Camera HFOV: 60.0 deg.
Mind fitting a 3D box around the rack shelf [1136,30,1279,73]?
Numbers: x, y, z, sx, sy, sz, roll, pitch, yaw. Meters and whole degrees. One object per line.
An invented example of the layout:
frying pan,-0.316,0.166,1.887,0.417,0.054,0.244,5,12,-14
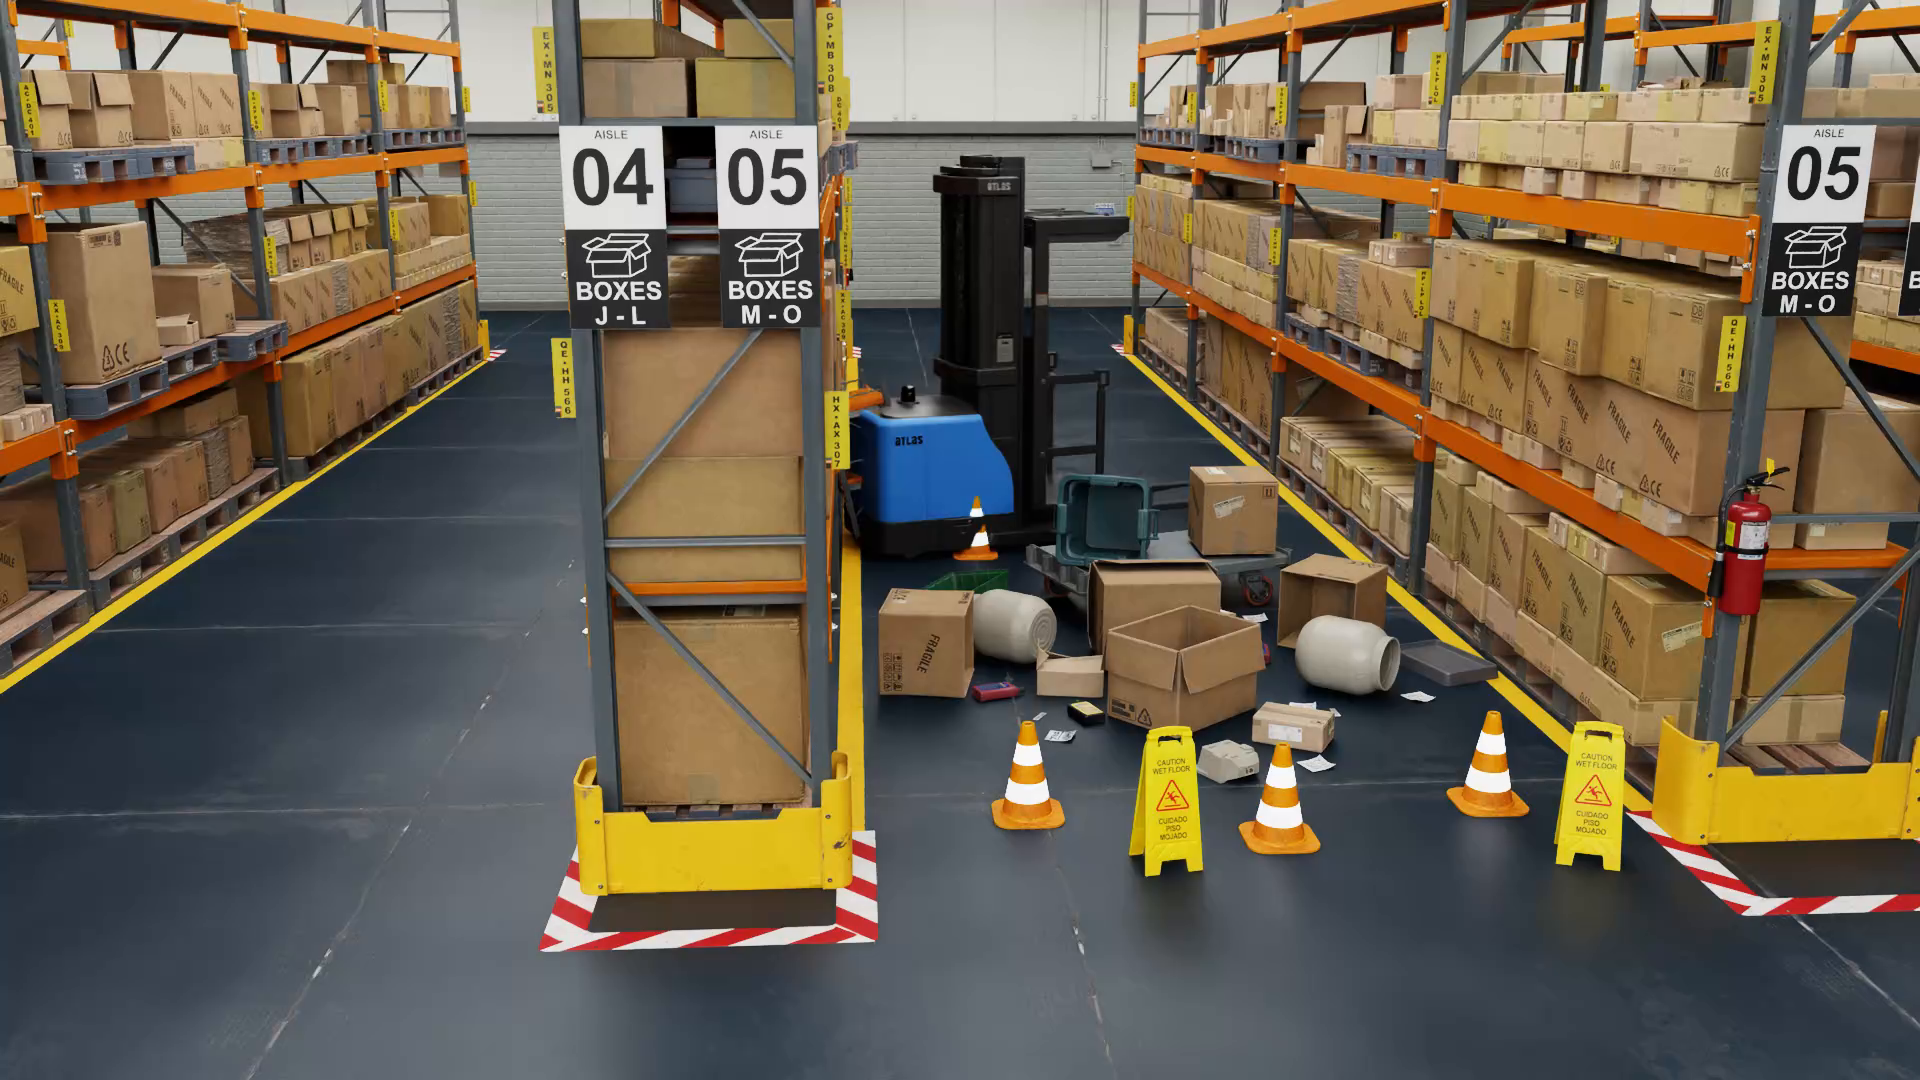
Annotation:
rack shelf,3.006,-5.935,20.281,1.077,0.370,4.000,-1,14,-3

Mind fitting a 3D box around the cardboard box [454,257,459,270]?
cardboard box,-6.612,-3.522,21.198,0.380,0.149,0.250,-1,14,-2

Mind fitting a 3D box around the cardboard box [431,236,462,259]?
cardboard box,-6.684,-3.745,21.267,0.500,0.250,0.500,-1,14,-4

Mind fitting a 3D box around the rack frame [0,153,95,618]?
rack frame,-6.266,-0.932,10.629,1.000,3.000,0.127,-1,14,-3

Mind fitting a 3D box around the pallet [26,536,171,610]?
pallet,-6.315,0.225,11.729,1.003,0.211,1.213,-1,14,-3

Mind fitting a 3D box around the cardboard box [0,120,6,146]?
cardboard box,-5.957,-2.429,9.927,0.380,0.149,0.250,0,14,-2

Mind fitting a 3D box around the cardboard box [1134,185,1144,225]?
cardboard box,2.627,-4.478,22.204,0.500,0.500,0.500,-1,14,-5

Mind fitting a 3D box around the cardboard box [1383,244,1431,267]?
cardboard box,3.316,-2.077,12.139,0.380,0.149,0.250,-1,14,-5

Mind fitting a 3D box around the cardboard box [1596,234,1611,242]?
cardboard box,8.257,-3.961,20.601,0.500,0.500,0.500,-1,14,-5

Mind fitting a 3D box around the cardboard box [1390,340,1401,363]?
cardboard box,3.319,-1.356,11.939,0.380,0.149,0.250,-1,14,-5

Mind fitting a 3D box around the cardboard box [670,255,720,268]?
cardboard box,-1.320,-1.487,10.317,0.875,0.550,0.550,-1,14,-3

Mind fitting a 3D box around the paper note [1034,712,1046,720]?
paper note,0.442,0.976,9.211,0.032,0.001,0.123,7,16,26

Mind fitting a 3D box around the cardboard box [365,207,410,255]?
cardboard box,-6.536,-3.479,18.728,0.500,0.500,0.500,-1,14,-3

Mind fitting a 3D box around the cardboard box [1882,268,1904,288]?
cardboard box,8.145,-2.241,14.215,0.380,0.149,0.250,-1,14,-3

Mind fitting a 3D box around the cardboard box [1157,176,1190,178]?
cardboard box,2.720,-4.563,21.234,0.380,0.149,0.250,-1,14,-3

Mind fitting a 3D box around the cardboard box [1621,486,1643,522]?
cardboard box,3.515,-0.184,8.224,0.380,0.149,0.250,-1,14,-4

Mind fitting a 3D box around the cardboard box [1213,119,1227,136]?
cardboard box,2.859,-4.297,17.315,0.380,0.166,0.250,-2,15,-7

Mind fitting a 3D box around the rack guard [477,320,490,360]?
rack guard,-7.011,-2.712,22.562,1.175,0.500,0.348,-1,14,-3

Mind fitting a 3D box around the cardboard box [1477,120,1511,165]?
cardboard box,3.420,-2.367,9.891,0.500,0.250,0.500,-1,14,-4

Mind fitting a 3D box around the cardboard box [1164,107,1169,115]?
cardboard box,2.999,-5.591,21.973,0.500,0.250,0.500,-2,15,-9

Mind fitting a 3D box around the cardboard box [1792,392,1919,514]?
cardboard box,4.121,-0.405,7.782,0.500,0.500,0.500,-1,14,-4

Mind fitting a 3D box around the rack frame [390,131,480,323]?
rack frame,-7.009,-3.916,22.228,1.000,3.000,0.127,-1,14,-3

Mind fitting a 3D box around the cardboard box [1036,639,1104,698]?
cardboard box,0.636,0.740,9.618,0.396,0.266,0.258,2,15,6

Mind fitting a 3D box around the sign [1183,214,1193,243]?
sign,2.576,-3.523,18.804,0.100,0.325,0.005,-1,14,-3

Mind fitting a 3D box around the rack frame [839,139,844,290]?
rack frame,-1.805,-2.973,18.561,1.000,3.000,0.127,-1,14,-3

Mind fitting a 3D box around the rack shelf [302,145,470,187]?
rack shelf,-6.885,-4.523,20.010,1.077,0.370,4.000,-1,14,-3

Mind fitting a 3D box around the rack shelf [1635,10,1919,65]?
rack shelf,8.207,-5.018,16.716,1.077,0.370,4.000,-1,14,-3

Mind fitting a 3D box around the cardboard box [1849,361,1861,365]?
cardboard box,8.620,-1.665,16.351,0.380,0.149,0.250,0,14,-2

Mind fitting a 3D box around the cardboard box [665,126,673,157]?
cardboard box,-1.435,-1.712,7.100,0.380,0.149,0.250,-1,14,-3

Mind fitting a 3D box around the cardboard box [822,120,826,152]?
cardboard box,-0.810,-1.850,7.639,0.380,0.149,0.250,-1,14,-3

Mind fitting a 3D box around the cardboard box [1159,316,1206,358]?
cardboard box,3.088,-2.642,21.573,0.875,0.438,0.875,0,14,-2

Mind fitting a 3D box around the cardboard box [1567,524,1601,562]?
cardboard box,3.461,0.013,8.826,0.380,0.149,0.250,-1,14,-3

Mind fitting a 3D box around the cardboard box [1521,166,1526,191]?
cardboard box,3.467,-2.079,9.572,0.380,0.149,0.250,-1,14,-5

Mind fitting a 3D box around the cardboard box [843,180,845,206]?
cardboard box,-1.667,-4.148,20.323,0.500,0.500,0.500,-1,14,-5

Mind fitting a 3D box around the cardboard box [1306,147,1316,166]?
cardboard box,3.227,-3.330,14.432,0.380,0.149,0.250,-1,14,-3

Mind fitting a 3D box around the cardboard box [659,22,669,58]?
cardboard box,-1.435,-2.098,7.002,0.380,0.149,0.250,-1,14,-3

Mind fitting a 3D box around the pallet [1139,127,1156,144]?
pallet,2.938,-5.295,21.743,1.003,0.211,1.213,-1,14,-3

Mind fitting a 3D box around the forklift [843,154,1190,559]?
forklift,0.653,-1.486,12.919,3.031,2.935,1.130,-5,15,-20

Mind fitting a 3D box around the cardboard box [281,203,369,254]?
cardboard box,-6.714,-3.297,17.607,0.797,0.503,0.637,-1,14,-5

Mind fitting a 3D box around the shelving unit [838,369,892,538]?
shelving unit,-0.790,-0.702,13.040,0.538,1.125,1.048,-15,12,-10

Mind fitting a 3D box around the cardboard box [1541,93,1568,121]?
cardboard box,3.454,-2.396,9.202,0.380,0.149,0.250,-1,14,-4

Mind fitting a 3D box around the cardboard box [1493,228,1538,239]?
cardboard box,7.595,-4.101,22.651,0.500,0.250,0.500,-1,14,-3

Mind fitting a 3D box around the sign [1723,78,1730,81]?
sign,8.637,-5.055,18.807,0.100,0.325,0.005,-1,14,-3

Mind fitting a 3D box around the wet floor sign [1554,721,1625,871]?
wet floor sign,2.817,1.114,7.402,0.267,0.644,0.232,4,15,16

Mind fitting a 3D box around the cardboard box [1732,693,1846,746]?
cardboard box,4.099,0.833,8.443,0.500,0.250,0.500,-1,14,-4

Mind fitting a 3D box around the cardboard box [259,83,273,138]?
cardboard box,-6.765,-3.995,15.471,0.500,0.500,0.500,0,14,0

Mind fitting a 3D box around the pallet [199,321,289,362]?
pallet,-6.363,-1.658,13.836,1.213,0.211,1.003,-1,14,-3

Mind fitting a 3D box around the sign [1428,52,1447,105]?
sign,3.072,-2.969,10.699,0.100,0.325,0.005,-1,14,-3

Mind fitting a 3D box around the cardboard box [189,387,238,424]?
cardboard box,-6.442,-1.126,14.012,0.500,0.250,0.500,0,14,-1

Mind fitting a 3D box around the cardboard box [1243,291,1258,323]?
cardboard box,3.040,-2.256,16.074,0.500,0.250,0.500,-1,14,-2

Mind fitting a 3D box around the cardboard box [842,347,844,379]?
cardboard box,-1.407,-1.759,16.511,0.500,0.250,0.500,-1,14,-3

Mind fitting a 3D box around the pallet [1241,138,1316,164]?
pallet,3.285,-3.600,15.359,1.213,0.211,1.003,0,14,-1

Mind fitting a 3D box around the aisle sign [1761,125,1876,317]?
aisle sign,3.587,-1.329,6.956,0.394,0.787,0.004,-1,14,-3

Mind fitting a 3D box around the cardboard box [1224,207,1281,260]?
cardboard box,2.996,-3.114,16.902,0.500,0.500,0.500,-1,14,-4

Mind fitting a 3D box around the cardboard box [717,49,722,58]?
cardboard box,-1.626,-2.857,9.950,0.380,0.149,0.250,-1,14,-3
